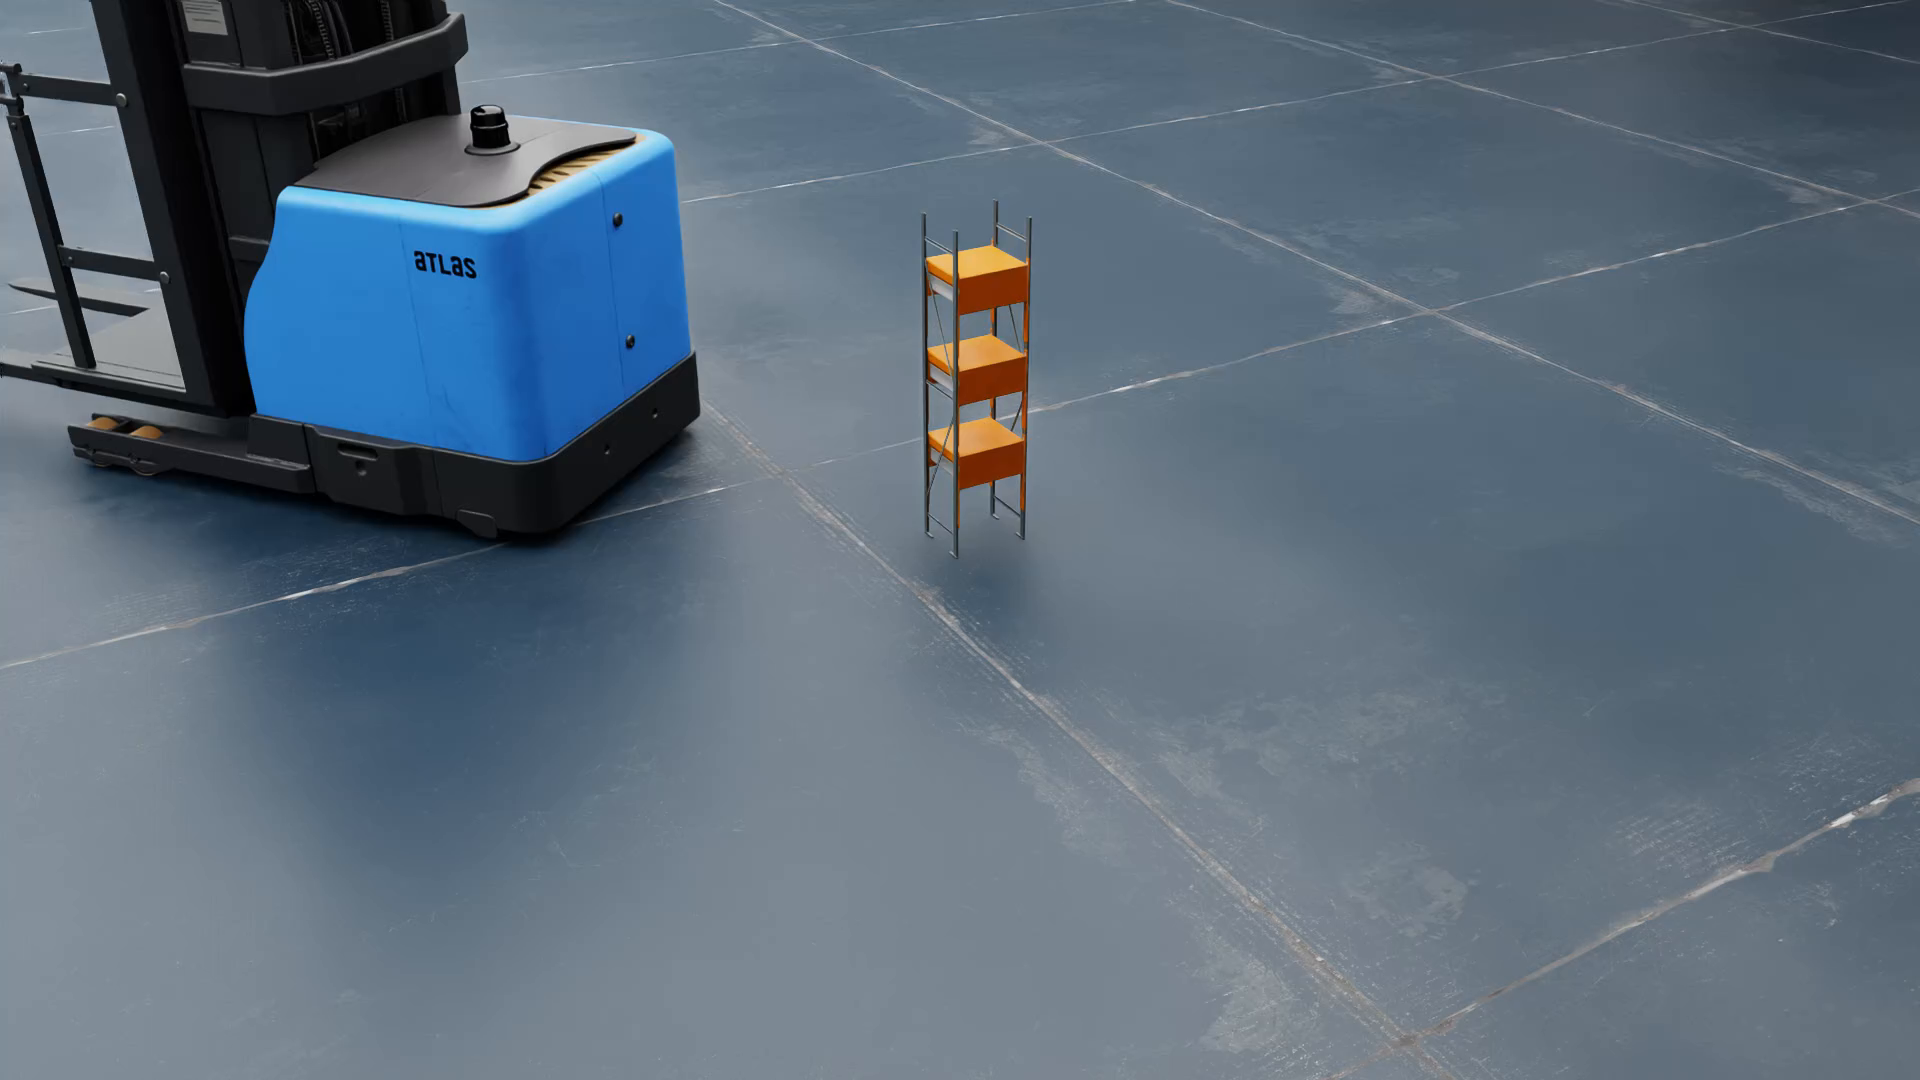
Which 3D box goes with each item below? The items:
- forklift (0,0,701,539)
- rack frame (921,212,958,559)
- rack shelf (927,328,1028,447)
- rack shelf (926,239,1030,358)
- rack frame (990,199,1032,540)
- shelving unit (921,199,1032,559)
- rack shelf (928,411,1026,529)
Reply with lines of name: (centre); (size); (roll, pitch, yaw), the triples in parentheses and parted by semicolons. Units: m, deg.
forklift: (-2.493, -1.725, 5.342); (3.031, 2.935, 1.130); (11, 31, 18)
rack frame: (-0.059, -0.443, 4.966); (0.008, 1.050, 0.200); (-16, 33, -26)
rack shelf: (0.046, -0.463, 5.025); (0.240, 0.259, 0.215); (-16, 33, -26)
rack shelf: (0.046, -0.712, 4.888); (0.240, 0.259, 0.215); (-16, 33, -26)
rack frame: (0.151, -0.503, 5.074); (0.008, 1.050, 0.200); (-16, 33, -26)
shelving unit: (0.046, -0.473, 5.020); (0.252, 1.050, 0.215); (-16, 33, -26)
rack shelf: (0.046, -0.220, 5.159); (0.240, 0.259, 0.215); (-16, 33, -26)
